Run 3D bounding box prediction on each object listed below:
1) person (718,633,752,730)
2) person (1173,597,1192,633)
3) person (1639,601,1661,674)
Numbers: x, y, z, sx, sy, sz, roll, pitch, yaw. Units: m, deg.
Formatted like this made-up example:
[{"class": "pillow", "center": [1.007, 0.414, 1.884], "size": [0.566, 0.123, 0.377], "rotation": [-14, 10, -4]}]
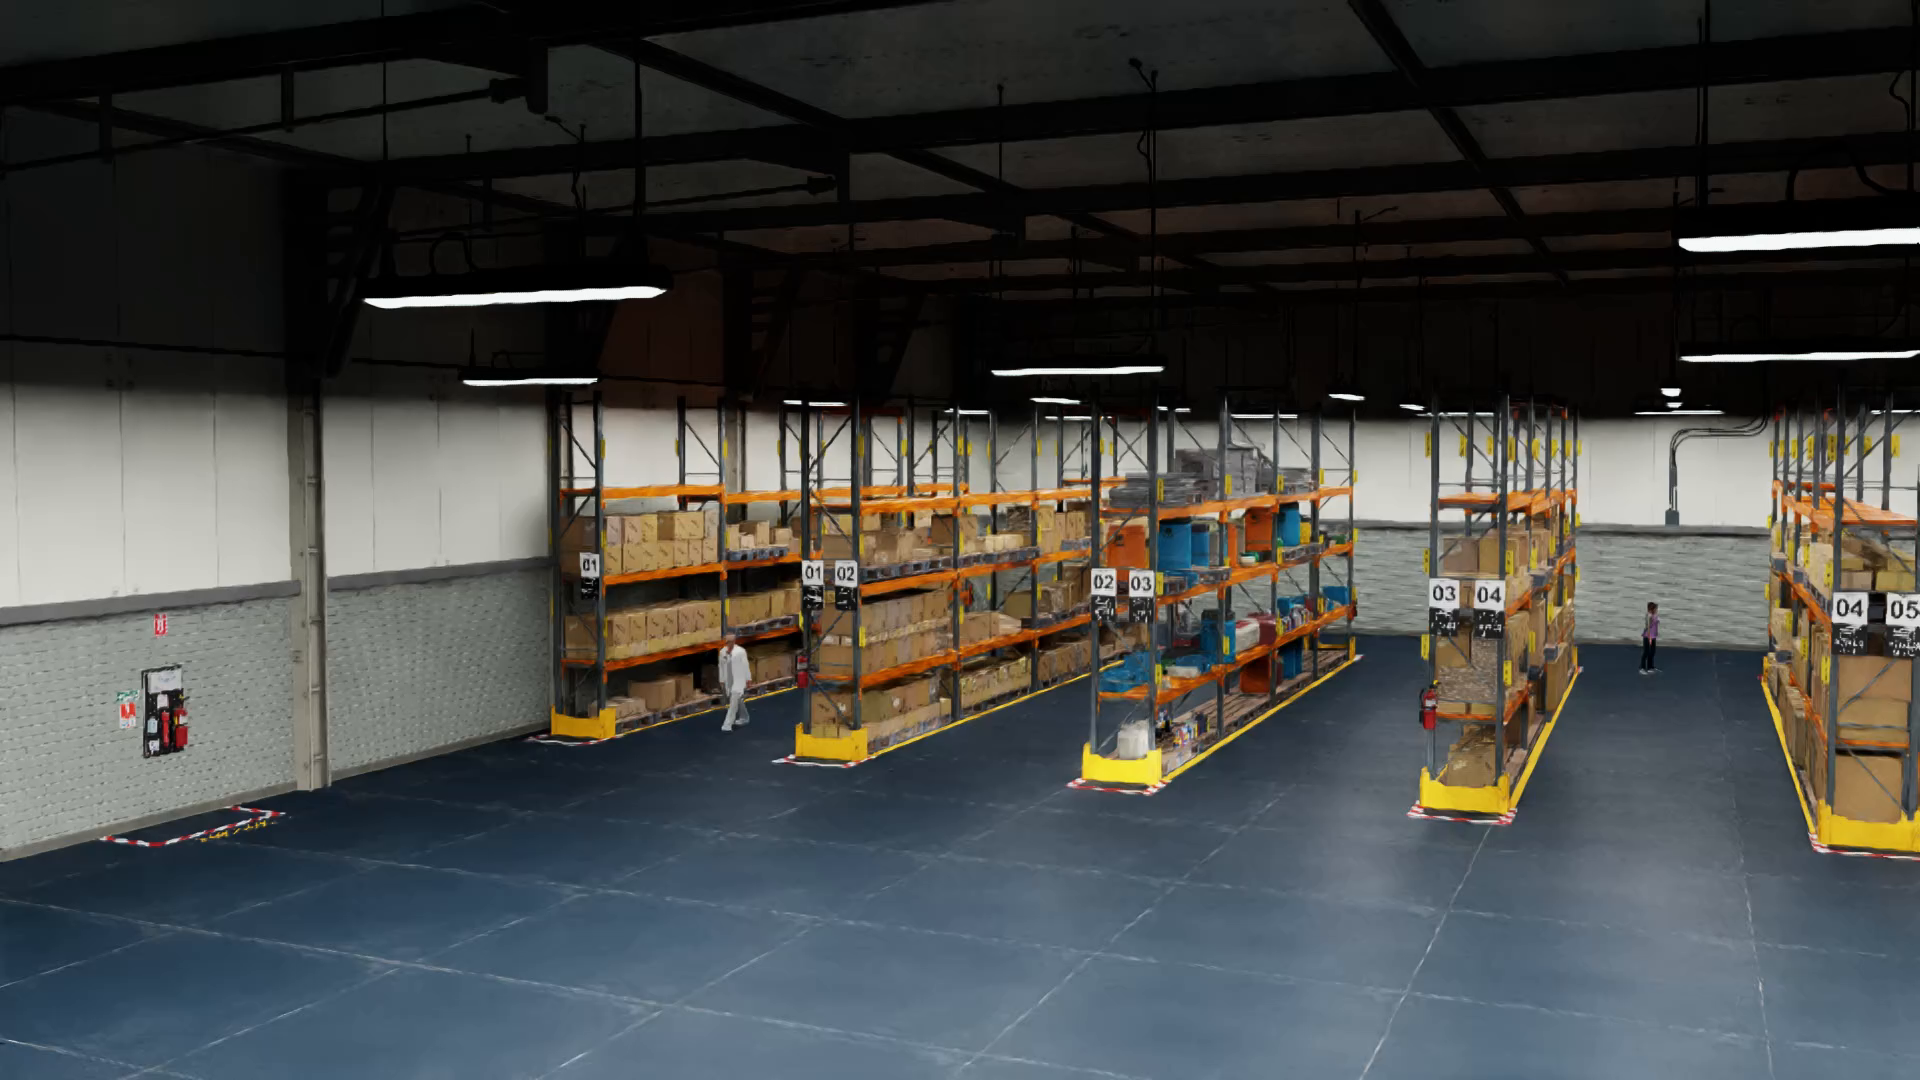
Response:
[{"class": "person", "center": [-4.060, 2.494, 29.607], "size": [0.599, 1.695, 1.175], "rotation": [2, 4, 26]}, {"class": "person", "center": [5.676, 1.826, 42.213], "size": [0.697, 1.670, 0.555], "rotation": [-2, 4, -33]}, {"class": "person", "center": [15.284, 2.158, 36.831], "size": [0.376, 1.601, 0.511], "rotation": [3, 4, 41]}]
